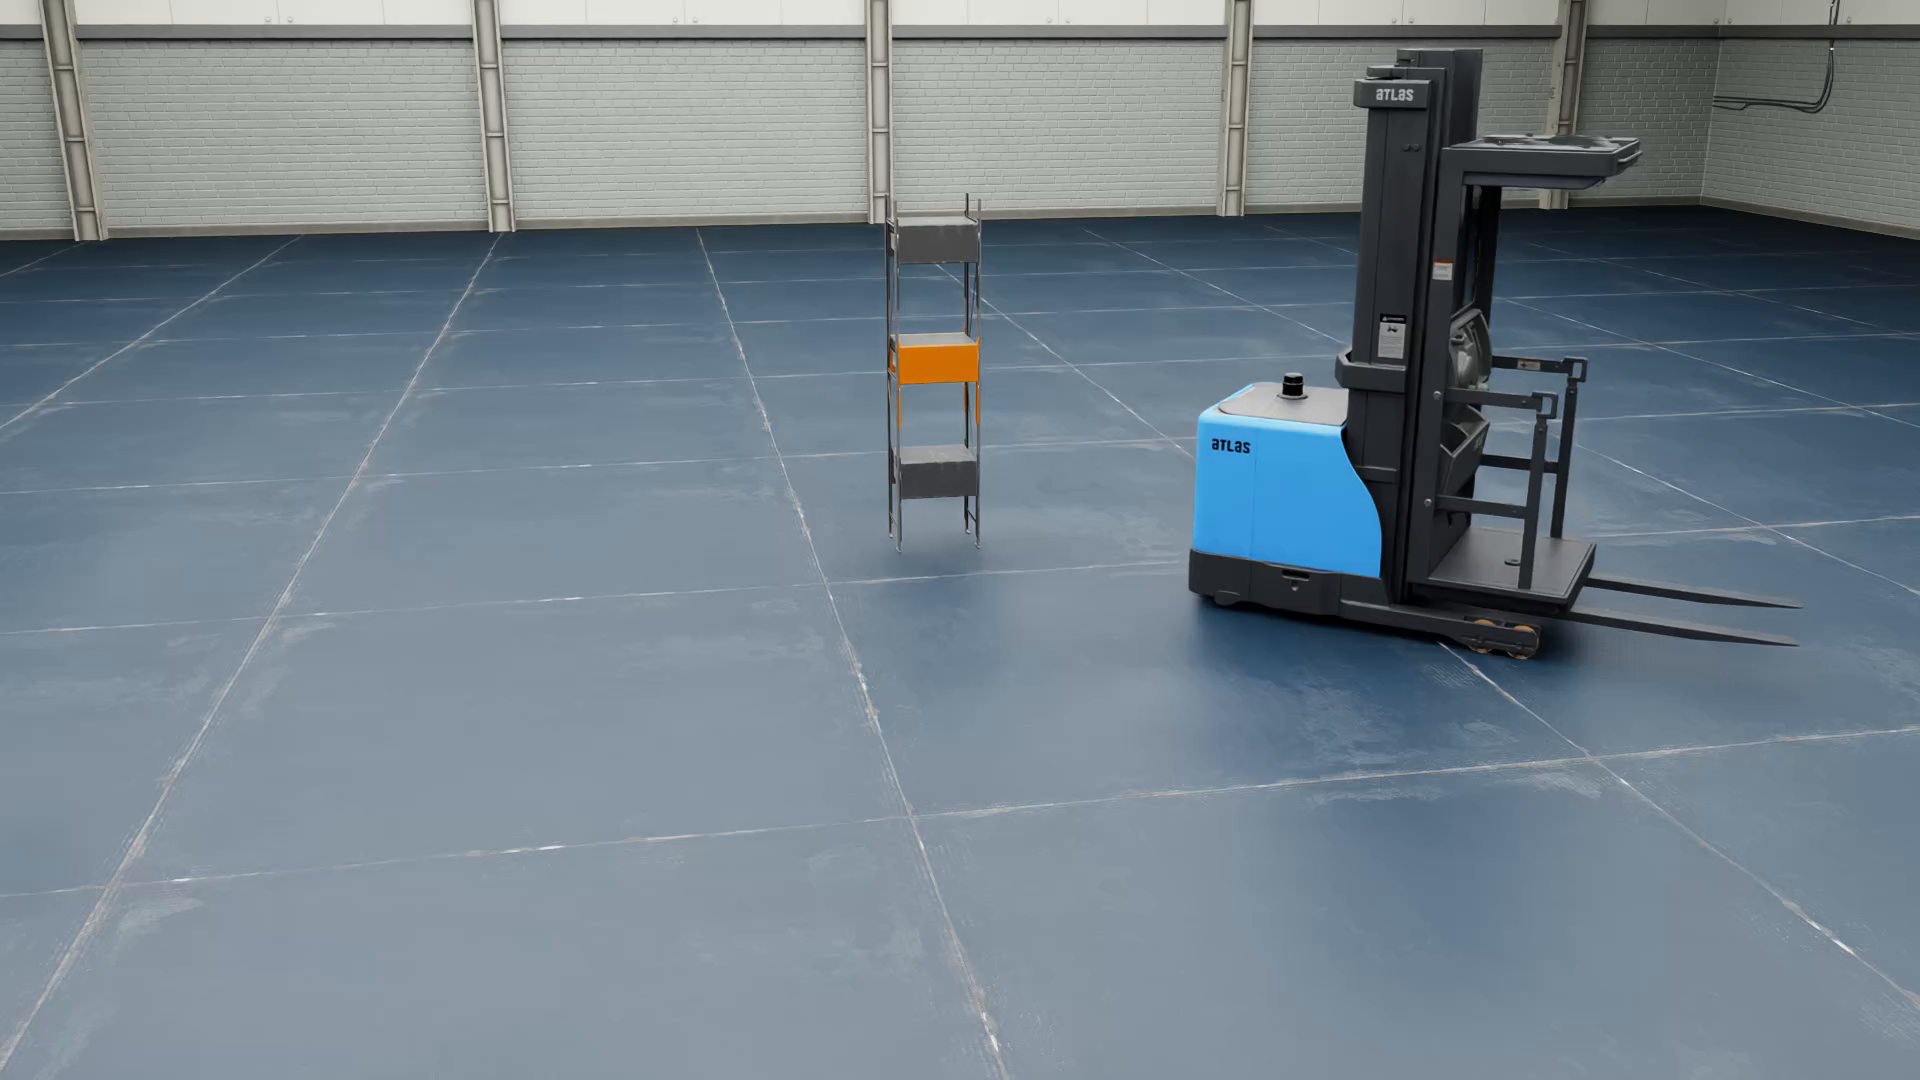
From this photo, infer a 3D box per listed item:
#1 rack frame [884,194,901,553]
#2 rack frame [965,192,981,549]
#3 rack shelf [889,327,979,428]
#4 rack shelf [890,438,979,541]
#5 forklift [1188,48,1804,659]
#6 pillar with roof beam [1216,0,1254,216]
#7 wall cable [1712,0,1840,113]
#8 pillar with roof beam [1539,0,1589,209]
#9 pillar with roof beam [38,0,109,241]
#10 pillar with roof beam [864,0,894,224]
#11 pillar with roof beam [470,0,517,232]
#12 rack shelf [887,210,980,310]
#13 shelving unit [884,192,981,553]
[{"bbox_3d":[-0.402,-0.981,9.929,0.015,2.100,0.400,-3,17,-10],"label":"rack frame"},{"bbox_3d":[0.077,-1.008,10.018,0.015,2.100,0.400,-3,17,-10],"label":"rack frame"},{"bbox_3d":[-0.163,-0.981,9.978,0.480,0.518,0.431,-3,17,-10],"label":"rack shelf"},{"bbox_3d":[-0.163,-0.312,10.183,0.480,0.518,0.431,-3,17,-10],"label":"rack shelf"},{"bbox_3d":[2.810,-0.980,8.509,3.031,2.935,1.130,9,19,26],"label":"forklift"},{"bbox_3d":[5.411,-8.594,22.965,0.400,9.000,9.100,-3,17,-10],"label":"pillar with roof beam"},{"bbox_3d":[13.629,-8.468,27.843,0.112,2.526,3.097,-3,17,-10],"label":"wall cable"},{"bbox_3d":[11.302,-8.928,24.053,0.400,9.000,9.100,-3,17,-10],"label":"pillar with roof beam"},{"bbox_3d":[-12.262,-7.591,19.701,0.400,9.000,9.100,-3,17,-10],"label":"pillar with roof beam"},{"bbox_3d":[-0.480,-8.260,21.877,0.400,9.000,9.100,-3,17,-10],"label":"pillar with roof beam"},{"bbox_3d":[-6.371,-7.926,20.789,0.400,9.000,9.100,-3,17,-10],"label":"pillar with roof beam"},{"bbox_3d":[-0.163,-1.651,9.772,0.480,0.518,0.431,-3,17,-10],"label":"rack shelf"},{"bbox_3d":[-0.163,-0.995,9.974,0.503,2.100,0.431,-3,17,-10],"label":"shelving unit"}]
